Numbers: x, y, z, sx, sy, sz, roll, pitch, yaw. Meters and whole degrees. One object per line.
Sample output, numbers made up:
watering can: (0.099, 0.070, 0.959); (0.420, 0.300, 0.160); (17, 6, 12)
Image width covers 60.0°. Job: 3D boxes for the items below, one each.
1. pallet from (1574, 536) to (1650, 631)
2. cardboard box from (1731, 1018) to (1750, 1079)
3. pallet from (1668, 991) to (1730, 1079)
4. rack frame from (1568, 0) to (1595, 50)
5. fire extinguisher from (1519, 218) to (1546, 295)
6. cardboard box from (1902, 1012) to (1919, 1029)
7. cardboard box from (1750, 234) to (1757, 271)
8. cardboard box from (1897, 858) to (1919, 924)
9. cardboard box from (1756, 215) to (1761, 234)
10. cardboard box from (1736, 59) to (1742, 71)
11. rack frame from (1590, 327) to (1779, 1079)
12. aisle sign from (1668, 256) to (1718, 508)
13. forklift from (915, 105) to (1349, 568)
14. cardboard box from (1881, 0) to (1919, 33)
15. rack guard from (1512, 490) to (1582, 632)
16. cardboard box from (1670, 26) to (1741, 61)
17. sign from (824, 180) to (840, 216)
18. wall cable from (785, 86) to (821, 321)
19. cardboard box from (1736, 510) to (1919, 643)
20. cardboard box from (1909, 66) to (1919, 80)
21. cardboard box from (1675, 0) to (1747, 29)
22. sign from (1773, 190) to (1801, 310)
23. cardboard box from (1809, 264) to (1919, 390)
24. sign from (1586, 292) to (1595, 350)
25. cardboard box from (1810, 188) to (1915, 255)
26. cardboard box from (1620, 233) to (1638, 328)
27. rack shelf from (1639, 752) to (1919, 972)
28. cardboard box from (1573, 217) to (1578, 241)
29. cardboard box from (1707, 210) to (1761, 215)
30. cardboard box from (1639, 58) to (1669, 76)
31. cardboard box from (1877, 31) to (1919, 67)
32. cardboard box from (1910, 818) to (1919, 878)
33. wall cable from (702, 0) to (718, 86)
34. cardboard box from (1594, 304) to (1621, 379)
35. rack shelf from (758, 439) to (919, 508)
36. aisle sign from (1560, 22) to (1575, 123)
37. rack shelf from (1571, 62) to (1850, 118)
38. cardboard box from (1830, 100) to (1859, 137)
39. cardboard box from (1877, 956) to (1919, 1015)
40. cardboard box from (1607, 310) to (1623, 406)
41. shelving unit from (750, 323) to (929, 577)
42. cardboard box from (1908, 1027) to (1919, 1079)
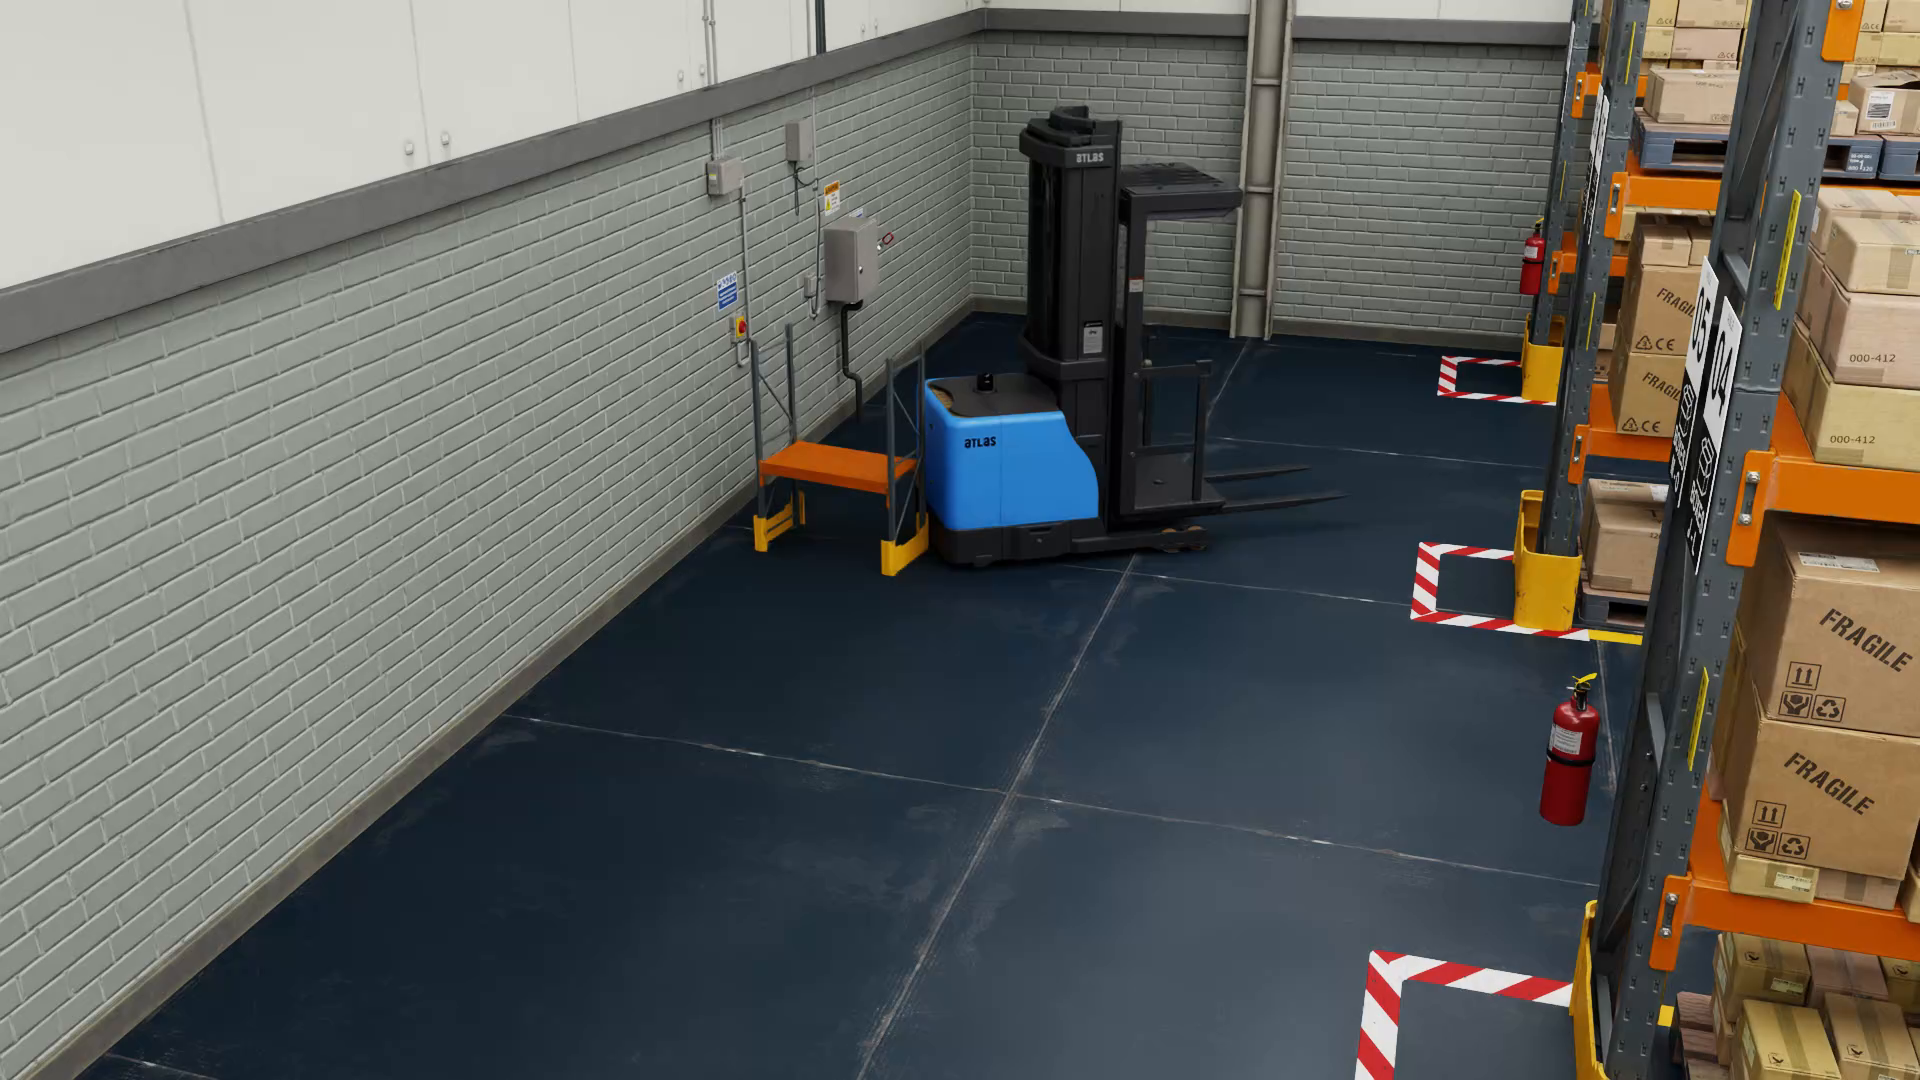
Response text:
pallet: (4.623, 0.313, 10.729); (1.213, 0.211, 1.003); (7, 23, 16)
cardboard box: (2.929, 1.911, 5.970); (0.250, 0.149, 0.380); (8, 23, 18)
pallet: (3.342, 2.173, 6.193); (1.213, 0.211, 1.003); (7, 23, 16)
rack frame: (5.265, -5.616, 13.603); (0.127, 3.000, 1.000); (7, 23, 16)
fire extinguisher: (4.991, -2.480, 14.457); (0.183, 0.674, 0.296); (7, 23, 16)
cardboard box: (3.588, 1.771, 6.312); (0.250, 0.149, 0.380); (6, 23, 13)
cardboard box: (4.582, -1.633, 9.494); (0.250, 0.149, 0.380); (7, 23, 17)
cardboard box: (3.215, 1.106, 5.453); (0.250, 0.149, 0.380); (6, 23, 14)
cardboard box: (4.758, -1.862, 10.053); (0.250, 0.149, 0.380); (6, 23, 15)
cardboard box: (6.464, -3.848, 13.577); (0.250, 0.149, 0.380); (6, 23, 15)
rack frame: (2.502, 0.773, 5.933); (0.127, 3.000, 1.000); (7, 23, 16)
aisle sign: (2.519, -0.547, 5.725); (0.004, 0.787, 0.394); (7, 23, 16)
forklift: (1.252, -1.454, 11.453); (3.031, 2.935, 1.130); (-6, 23, -13)
cardboard box: (7.571, -4.168, 13.173); (0.500, 0.250, 0.500); (7, 23, 16)
rack guard: (3.812, 0.117, 10.825); (0.348, 0.500, 1.175); (7, 23, 16)
cardboard box: (6.104, -4.100, 13.666); (0.500, 0.250, 0.500); (7, 23, 17)
sign: (-1.038, -2.778, 13.502); (0.001, 0.242, 0.339); (7, 23, 16)
wall cable: (-1.172, -2.633, 12.897); (0.122, 1.984, 0.588); (7, 23, 16)
cardboard box: (3.012, 0.086, 5.766); (0.500, 0.500, 0.500); (6, 23, 14)
cardboard box: (7.696, -3.735, 13.300); (0.250, 0.149, 0.380); (7, 23, 17)
cardboard box: (6.099, -4.325, 13.556); (0.500, 0.250, 0.500); (6, 23, 15)
sign: (2.345, -0.822, 4.717); (0.005, 0.325, 0.100); (7, 23, 16)
cardboard box: (2.857, -0.633, 4.947); (0.500, 0.250, 0.500); (7, 23, 16)
sign: (3.669, -1.273, 9.675); (0.005, 0.325, 0.100); (7, 23, 16)
cardboard box: (2.905, -1.031, 5.393); (0.250, 0.149, 0.380); (6, 23, 15)
cardboard box: (4.365, -1.579, 10.218); (0.500, 0.500, 0.500); (7, 23, 17)
rack shelf: (4.417, 1.325, 5.535); (4.000, 0.370, 1.077); (7, 23, 16)
cardboard box: (5.660, -2.785, 14.939); (0.250, 0.149, 0.380); (6, 23, 15)
cardboard box: (6.591, -2.651, 14.087); (0.500, 0.250, 0.500); (6, 23, 14)
cardboard box: (5.762, -3.973, 13.882); (0.250, 0.149, 0.380); (7, 23, 16)
cardboard box: (7.573, -3.933, 13.259); (0.500, 0.250, 0.500); (7, 23, 17)
cardboard box: (3.372, 0.788, 5.372); (0.500, 0.500, 0.500); (7, 23, 16)
wall cable: (-1.692, -4.333, 10.476); (0.029, 3.000, 0.463); (7, 23, 16)
cardboard box: (5.823, -1.778, 14.888); (0.637, 0.503, 0.797); (6, 23, 13)
rack shelf: (-0.816, -0.465, 11.402); (1.000, 0.185, 0.538); (10, 24, 23)
aisle sign: (5.115, -3.944, 14.007); (0.004, 0.787, 0.394); (7, 23, 16)
rack shelf: (7.180, -3.676, 13.775); (4.000, 0.370, 1.077); (7, 23, 16)
cardboard box: (4.810, -2.346, 9.229); (0.250, 0.149, 0.380); (7, 23, 17)
cardboard box: (3.590, 1.619, 6.289); (0.250, 0.149, 0.380); (6, 23, 14)
cardboard box: (4.373, -1.126, 10.431); (0.500, 0.500, 0.500); (7, 23, 16)
shelving unit: (-0.824, -0.633, 11.338); (1.083, 1.500, 0.587); (10, 24, 23)
cardboard box: (3.408, 1.864, 5.692); (0.250, 0.149, 0.380); (6, 23, 15)
